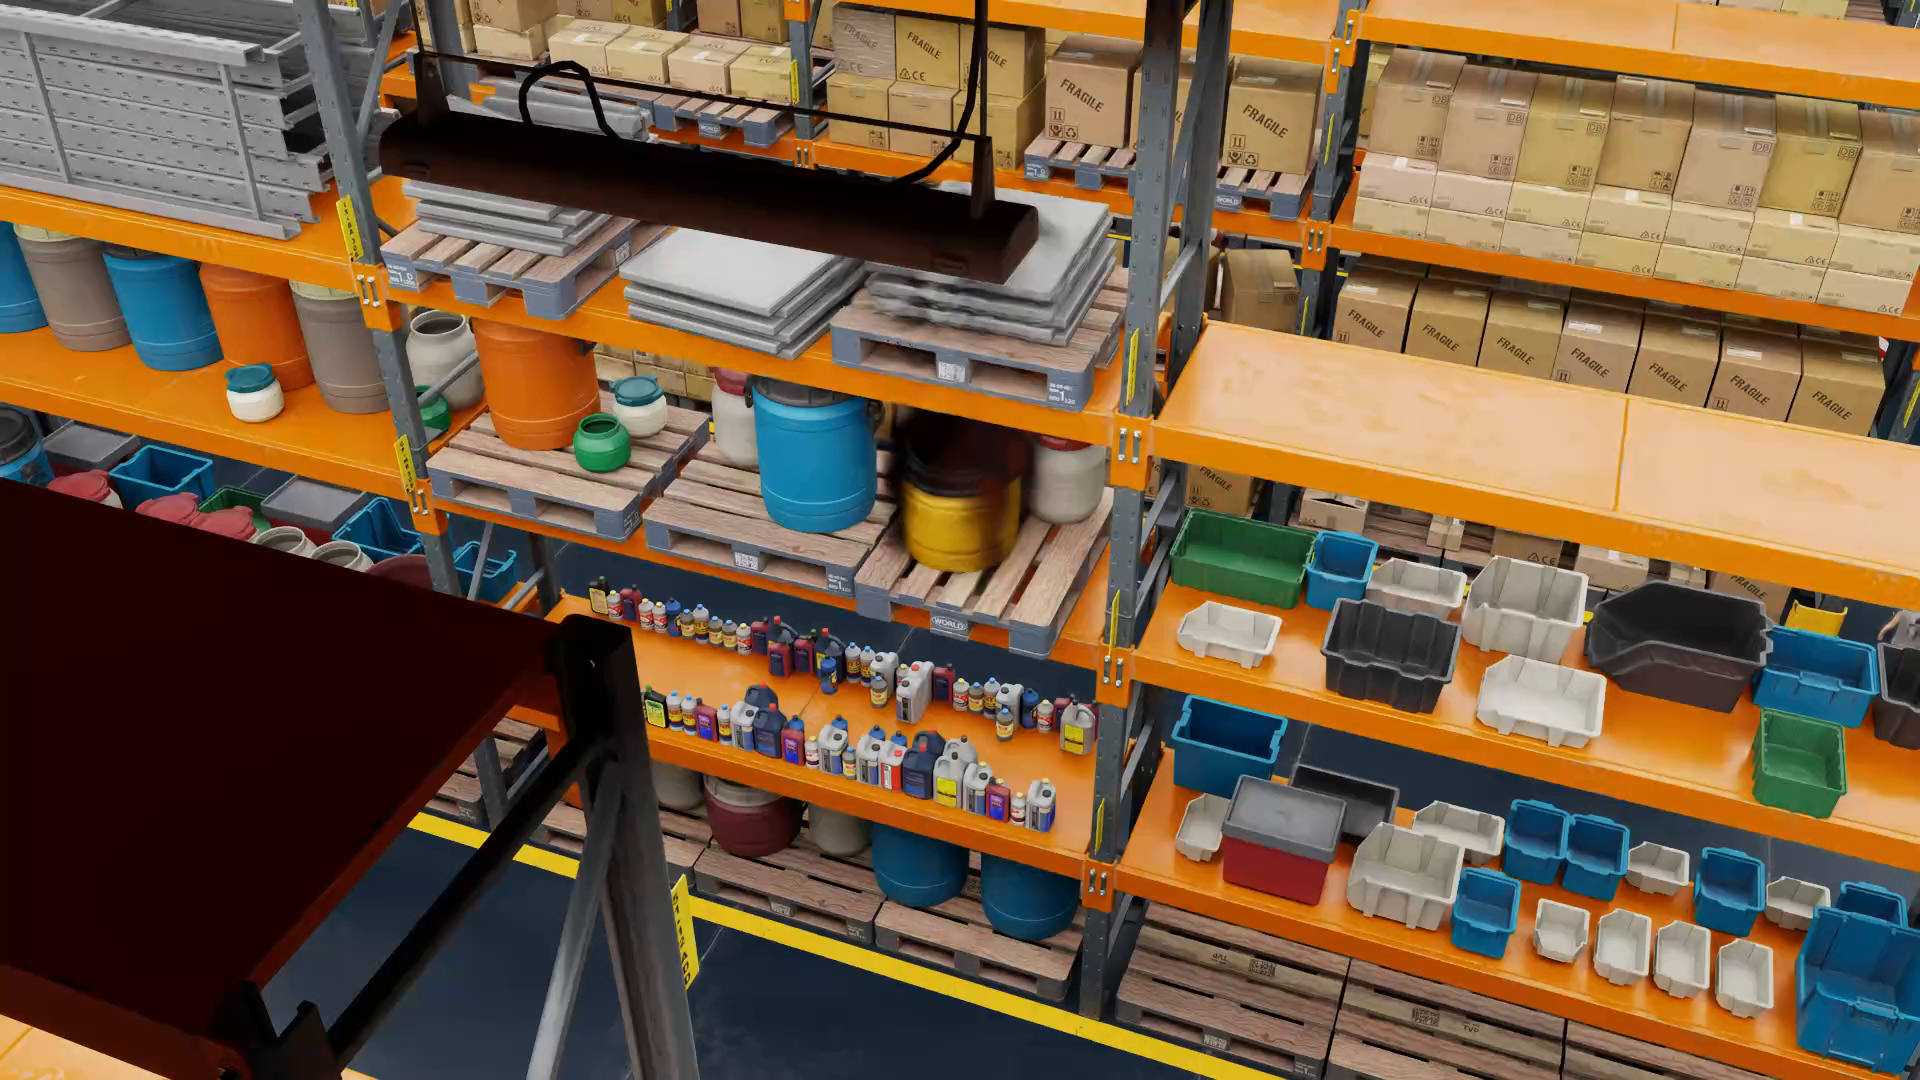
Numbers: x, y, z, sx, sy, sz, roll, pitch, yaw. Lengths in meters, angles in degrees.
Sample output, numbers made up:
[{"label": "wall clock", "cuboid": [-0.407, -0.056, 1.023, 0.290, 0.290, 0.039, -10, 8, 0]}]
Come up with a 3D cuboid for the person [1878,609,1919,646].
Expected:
[{"label": "person", "cuboid": [6.341, 0.763, 10.987, 0.699, 1.644, 0.578, -3, 37, -4]}]

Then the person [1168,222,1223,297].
[{"label": "person", "cuboid": [2.280, -2.161, 14.937, 1.046, 1.718, 0.747, 9, 37, 12]}]
